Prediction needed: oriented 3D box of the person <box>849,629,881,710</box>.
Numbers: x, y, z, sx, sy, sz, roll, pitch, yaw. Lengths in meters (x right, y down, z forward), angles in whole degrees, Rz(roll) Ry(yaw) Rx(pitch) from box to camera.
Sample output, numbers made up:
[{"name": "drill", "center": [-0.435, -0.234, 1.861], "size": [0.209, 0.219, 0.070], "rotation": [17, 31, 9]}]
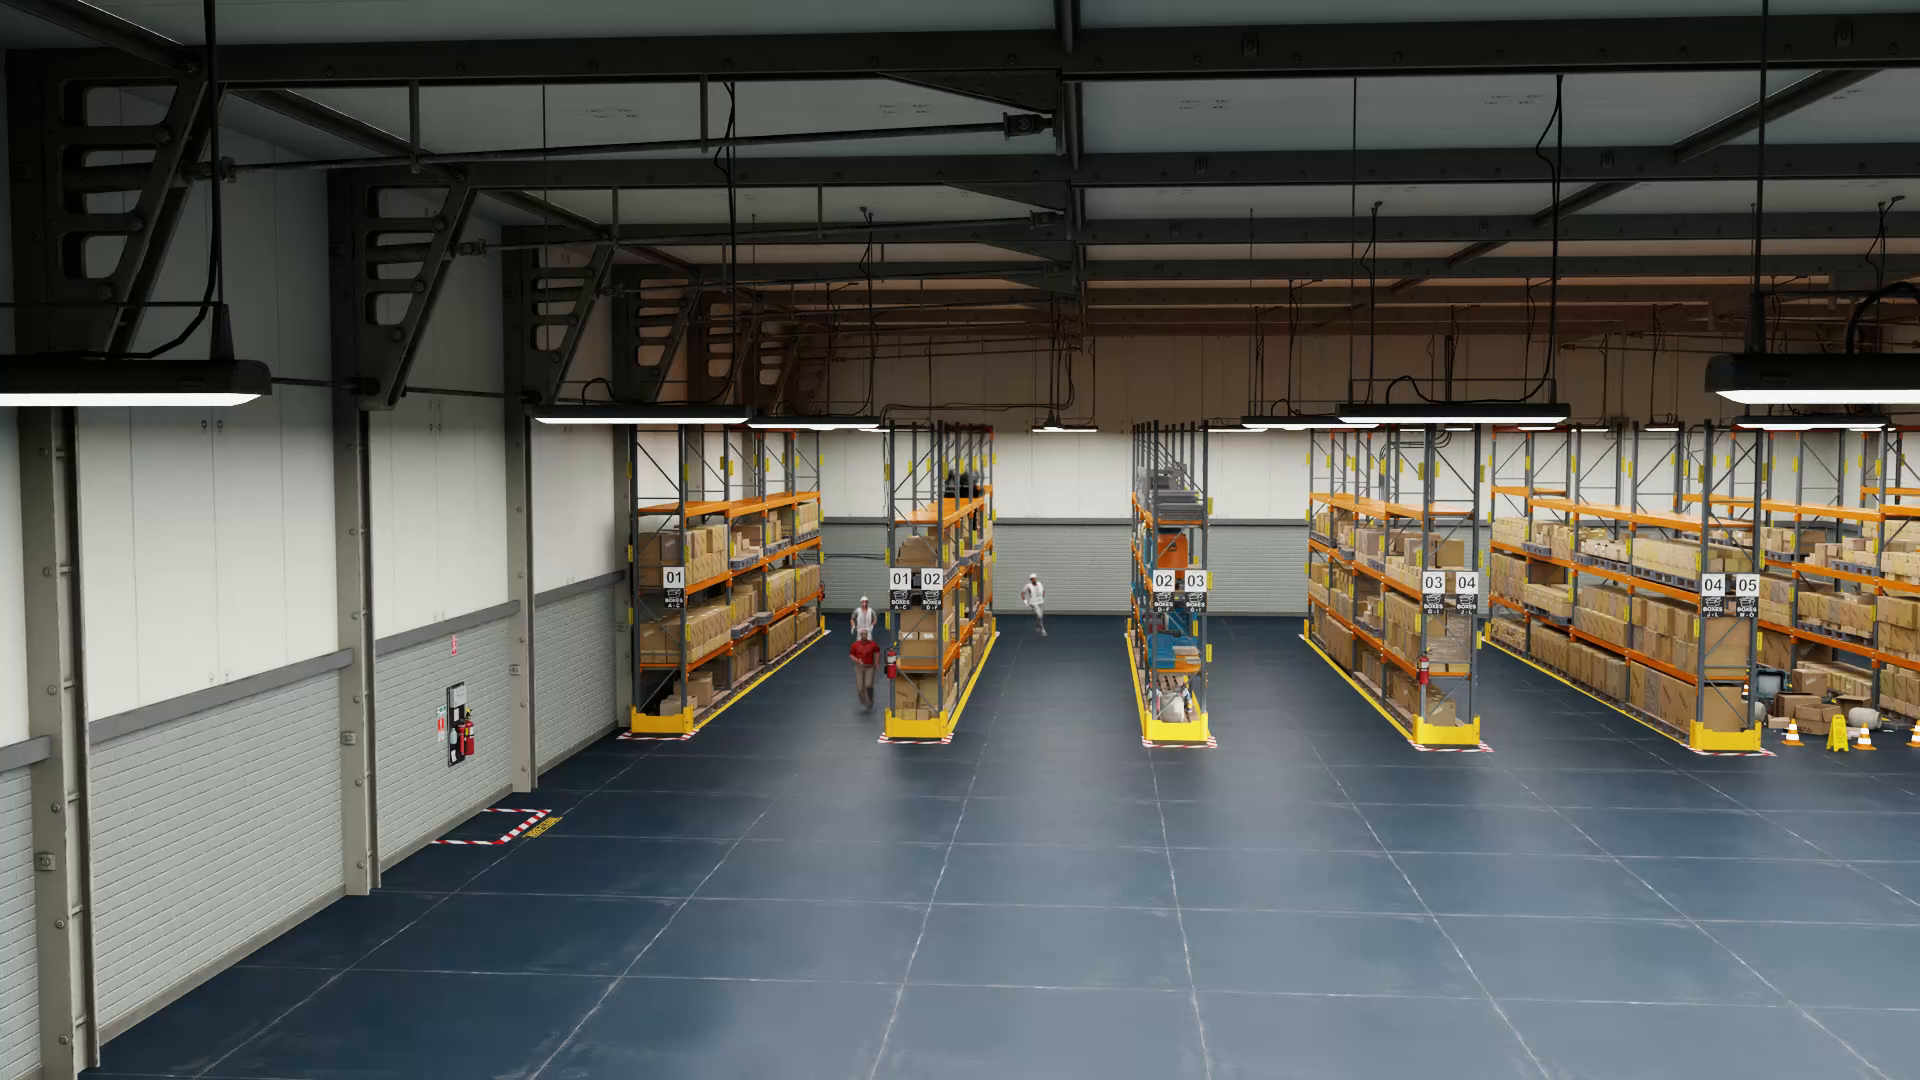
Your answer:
[{"name": "person", "center": [-1.972, 2.690, 34.390], "size": [0.640, 1.687, 0.636], "rotation": [0, 4, 1]}]

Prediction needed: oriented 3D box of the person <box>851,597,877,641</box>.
[{"name": "person", "center": [-2.353, 2.268, 40.945], "size": [0.657, 1.740, 0.597], "rotation": [-1, 4, -9]}]

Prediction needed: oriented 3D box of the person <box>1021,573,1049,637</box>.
[{"name": "person", "center": [2.178, 1.847, 47.390], "size": [0.733, 1.791, 0.782], "rotation": [-2, 4, -30]}]

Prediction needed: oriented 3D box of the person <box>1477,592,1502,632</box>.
[{"name": "person", "center": [15.274, 1.832, 47.631], "size": [0.952, 1.738, 0.679], "rotation": [2, 4, 32]}]
